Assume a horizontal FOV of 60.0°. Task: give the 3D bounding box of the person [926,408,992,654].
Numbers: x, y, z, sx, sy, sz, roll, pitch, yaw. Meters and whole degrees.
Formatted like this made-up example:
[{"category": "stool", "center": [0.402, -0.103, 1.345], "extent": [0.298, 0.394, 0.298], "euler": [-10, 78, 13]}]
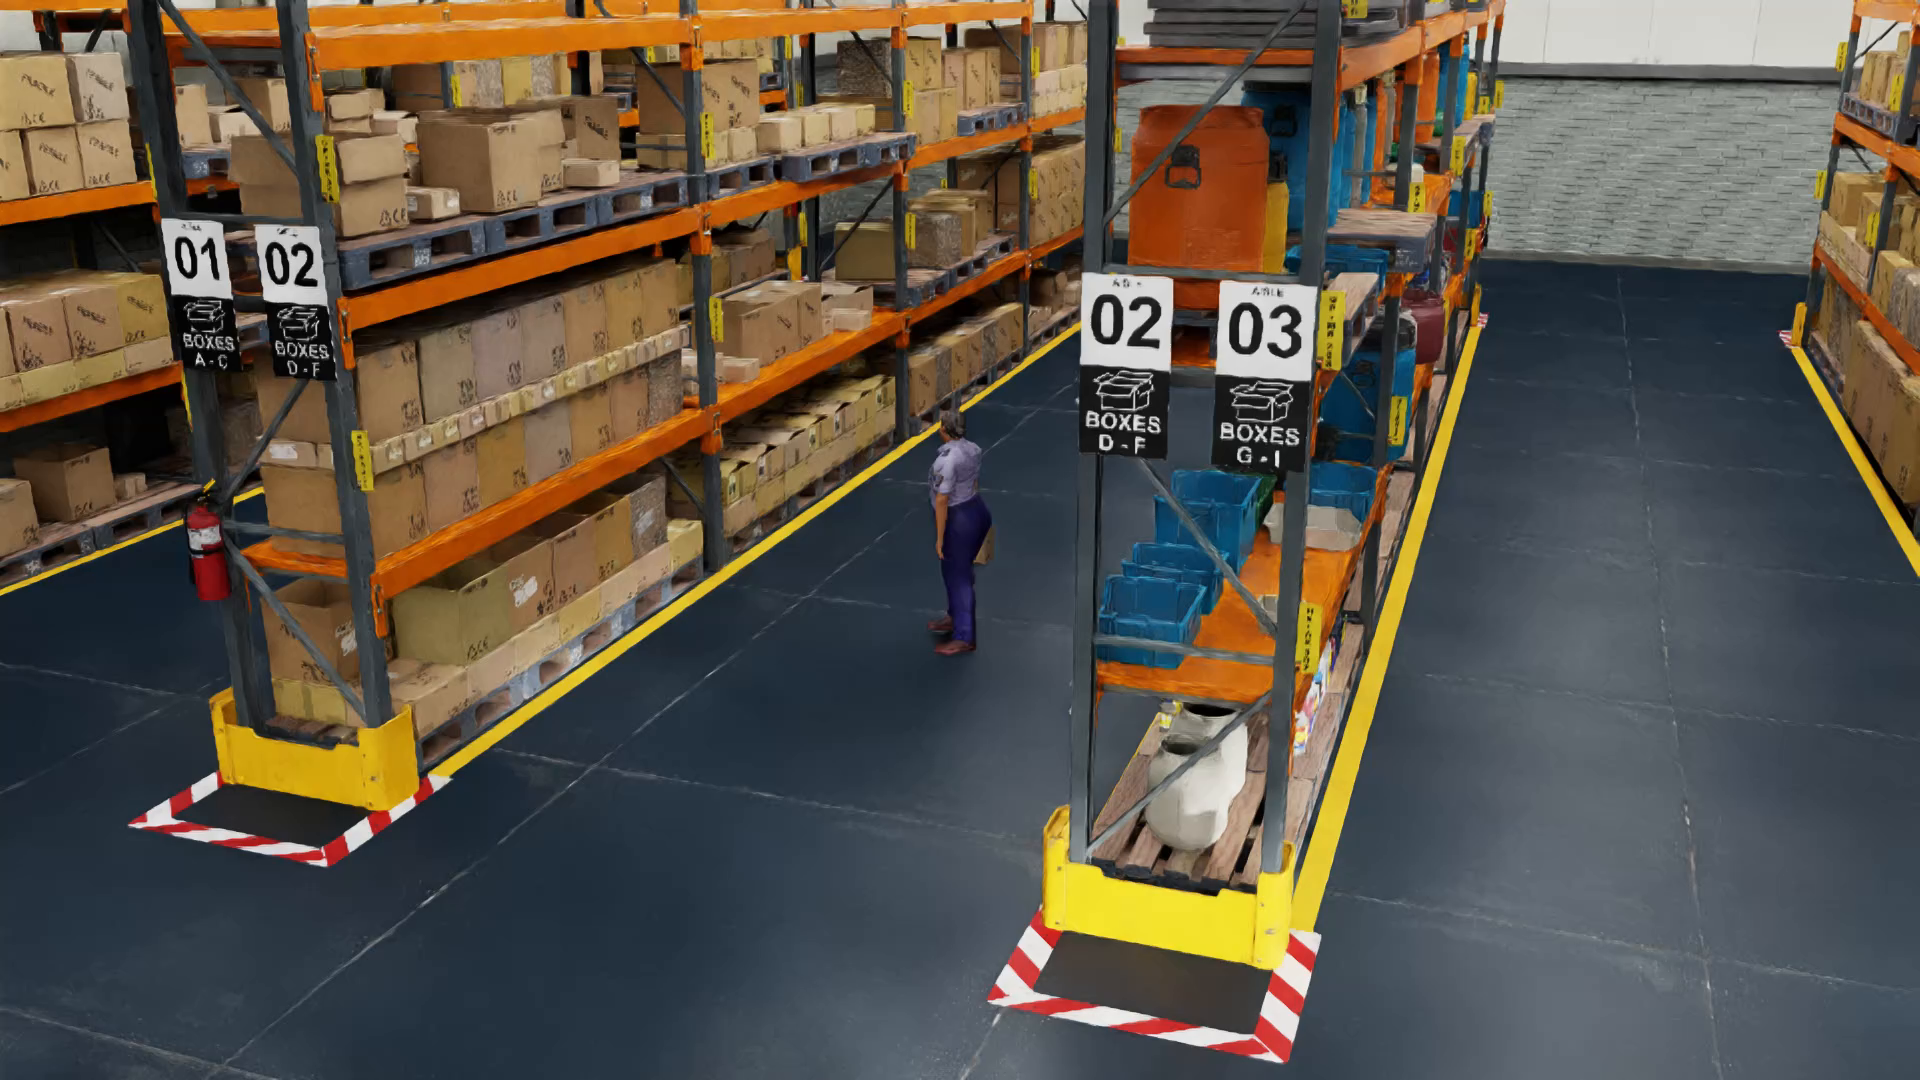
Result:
[{"category": "person", "center": [-0.038, -0.086, 11.290], "extent": [0.485, 1.658, 0.559], "euler": [10, 21, 26]}]
